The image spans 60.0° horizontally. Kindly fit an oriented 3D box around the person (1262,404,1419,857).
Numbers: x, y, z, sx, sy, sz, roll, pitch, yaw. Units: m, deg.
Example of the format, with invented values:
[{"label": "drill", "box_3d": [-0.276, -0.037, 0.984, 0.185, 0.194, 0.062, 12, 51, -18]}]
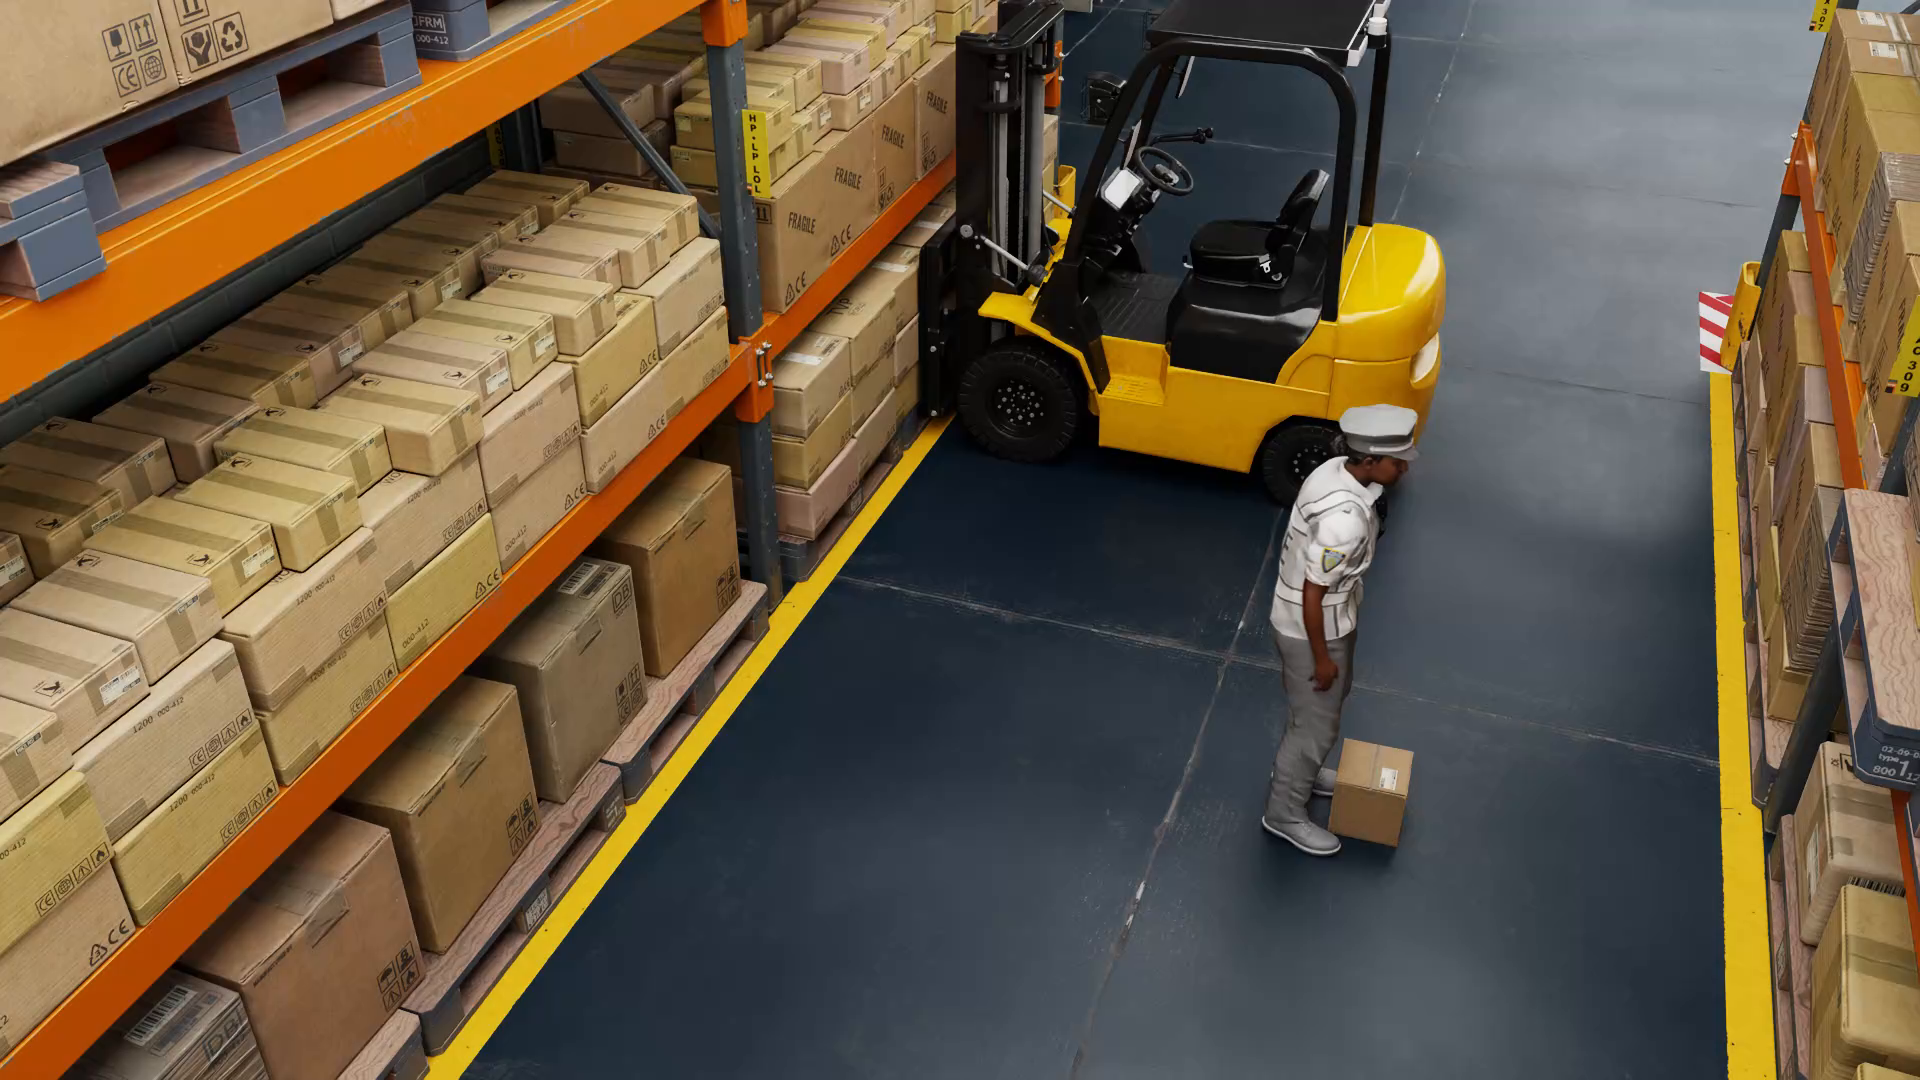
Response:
[{"label": "person", "box_3d": [1.262, 0.291, 5.701, 0.394, 1.659, 0.504, 11, 35, 17]}]
